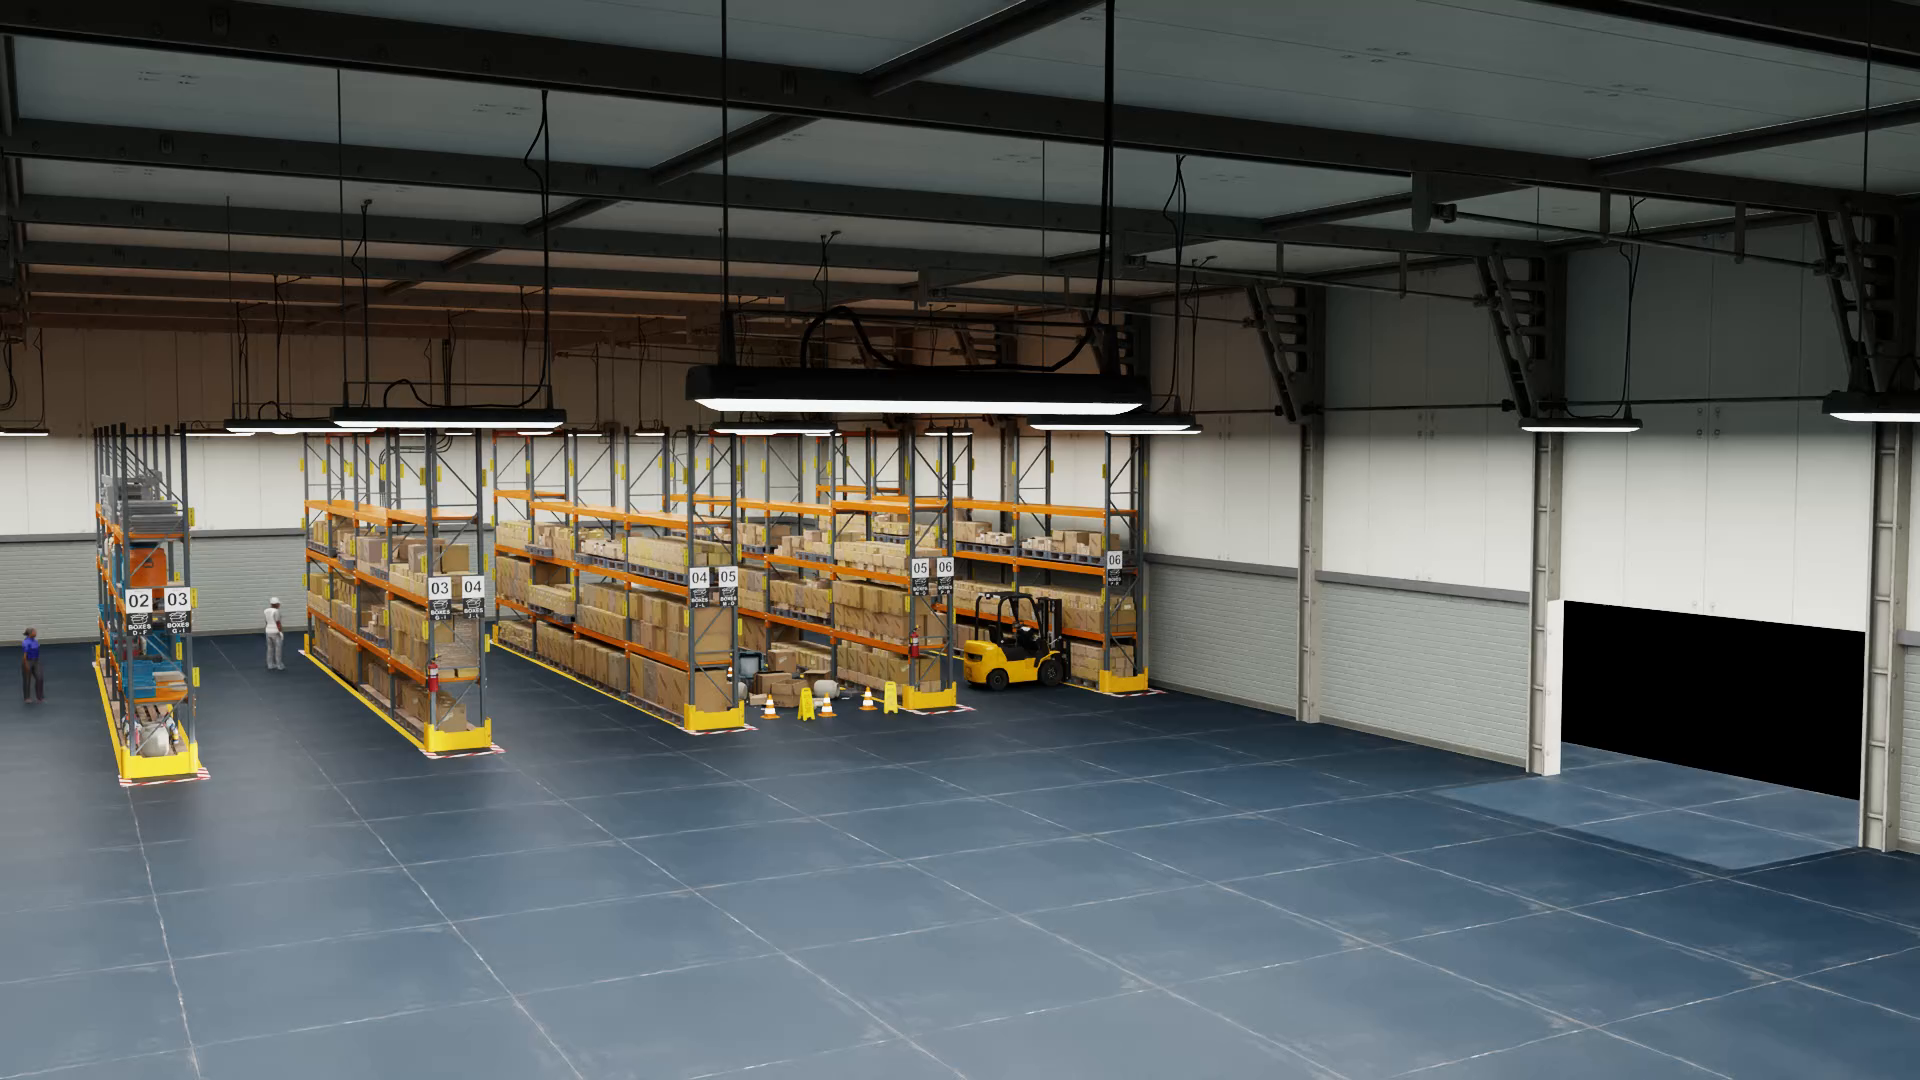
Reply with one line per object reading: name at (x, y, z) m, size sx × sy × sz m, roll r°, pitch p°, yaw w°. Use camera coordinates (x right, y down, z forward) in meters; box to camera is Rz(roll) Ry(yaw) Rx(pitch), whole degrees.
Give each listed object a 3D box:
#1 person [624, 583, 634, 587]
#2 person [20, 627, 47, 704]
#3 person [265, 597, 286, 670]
person at (-9.125, 2.037, 45.944) m, size 0.619 × 1.795 × 0.412 m, roll 2°, pitch 4°, yaw 31°
person at (-20.160, 2.746, 36.113) m, size 0.399 × 1.693 × 0.510 m, roll 1°, pitch 4°, yaw 23°
person at (-17.003, 2.315, 41.349) m, size 0.619 × 1.788 × 0.424 m, roll 3°, pitch 4°, yaw 38°
